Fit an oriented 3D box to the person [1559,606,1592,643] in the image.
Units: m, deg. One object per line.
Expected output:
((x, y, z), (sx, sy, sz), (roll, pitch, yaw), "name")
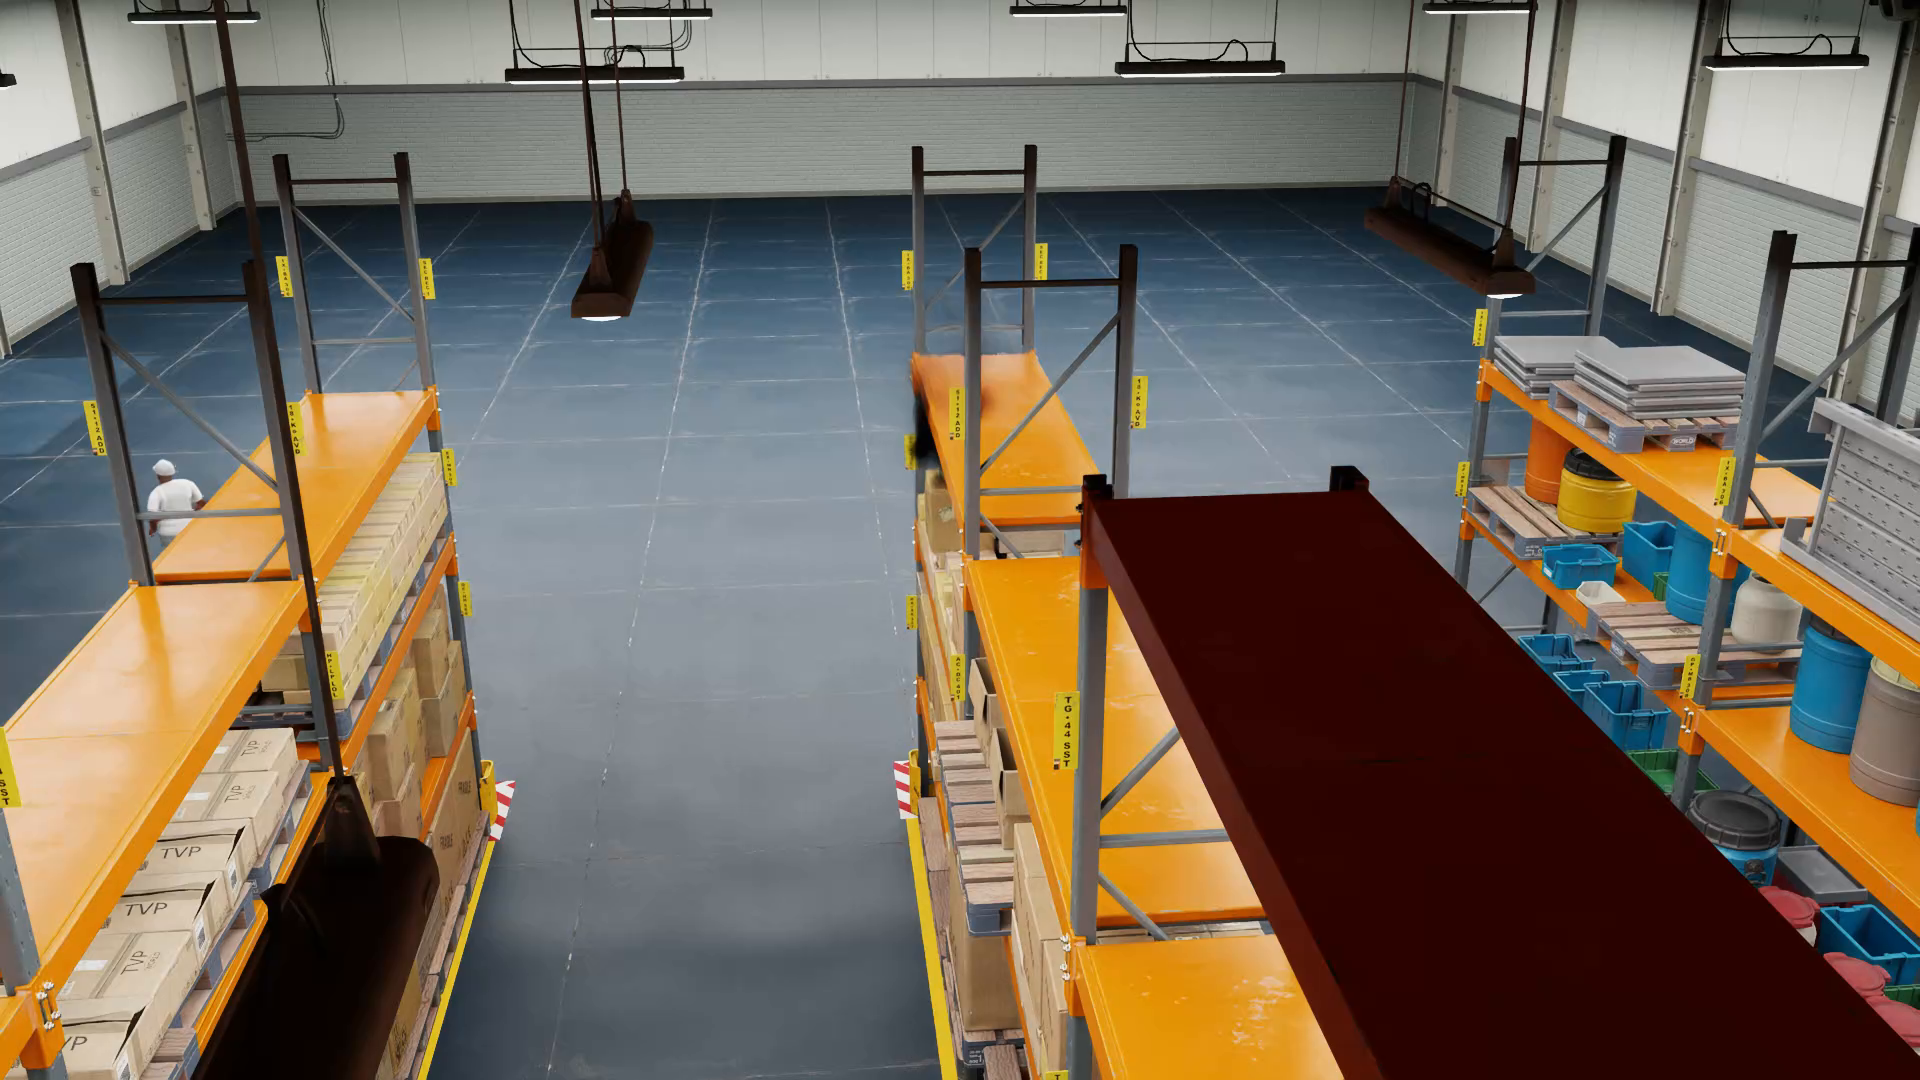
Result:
((6.960, 0.345, 18.482), (0.629, 1.699, 0.665), (9, 23, 22), "person")

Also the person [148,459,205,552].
((-9.180, -0.105, 19.595), (0.649, 1.716, 0.689), (15, 26, 33), "person")
